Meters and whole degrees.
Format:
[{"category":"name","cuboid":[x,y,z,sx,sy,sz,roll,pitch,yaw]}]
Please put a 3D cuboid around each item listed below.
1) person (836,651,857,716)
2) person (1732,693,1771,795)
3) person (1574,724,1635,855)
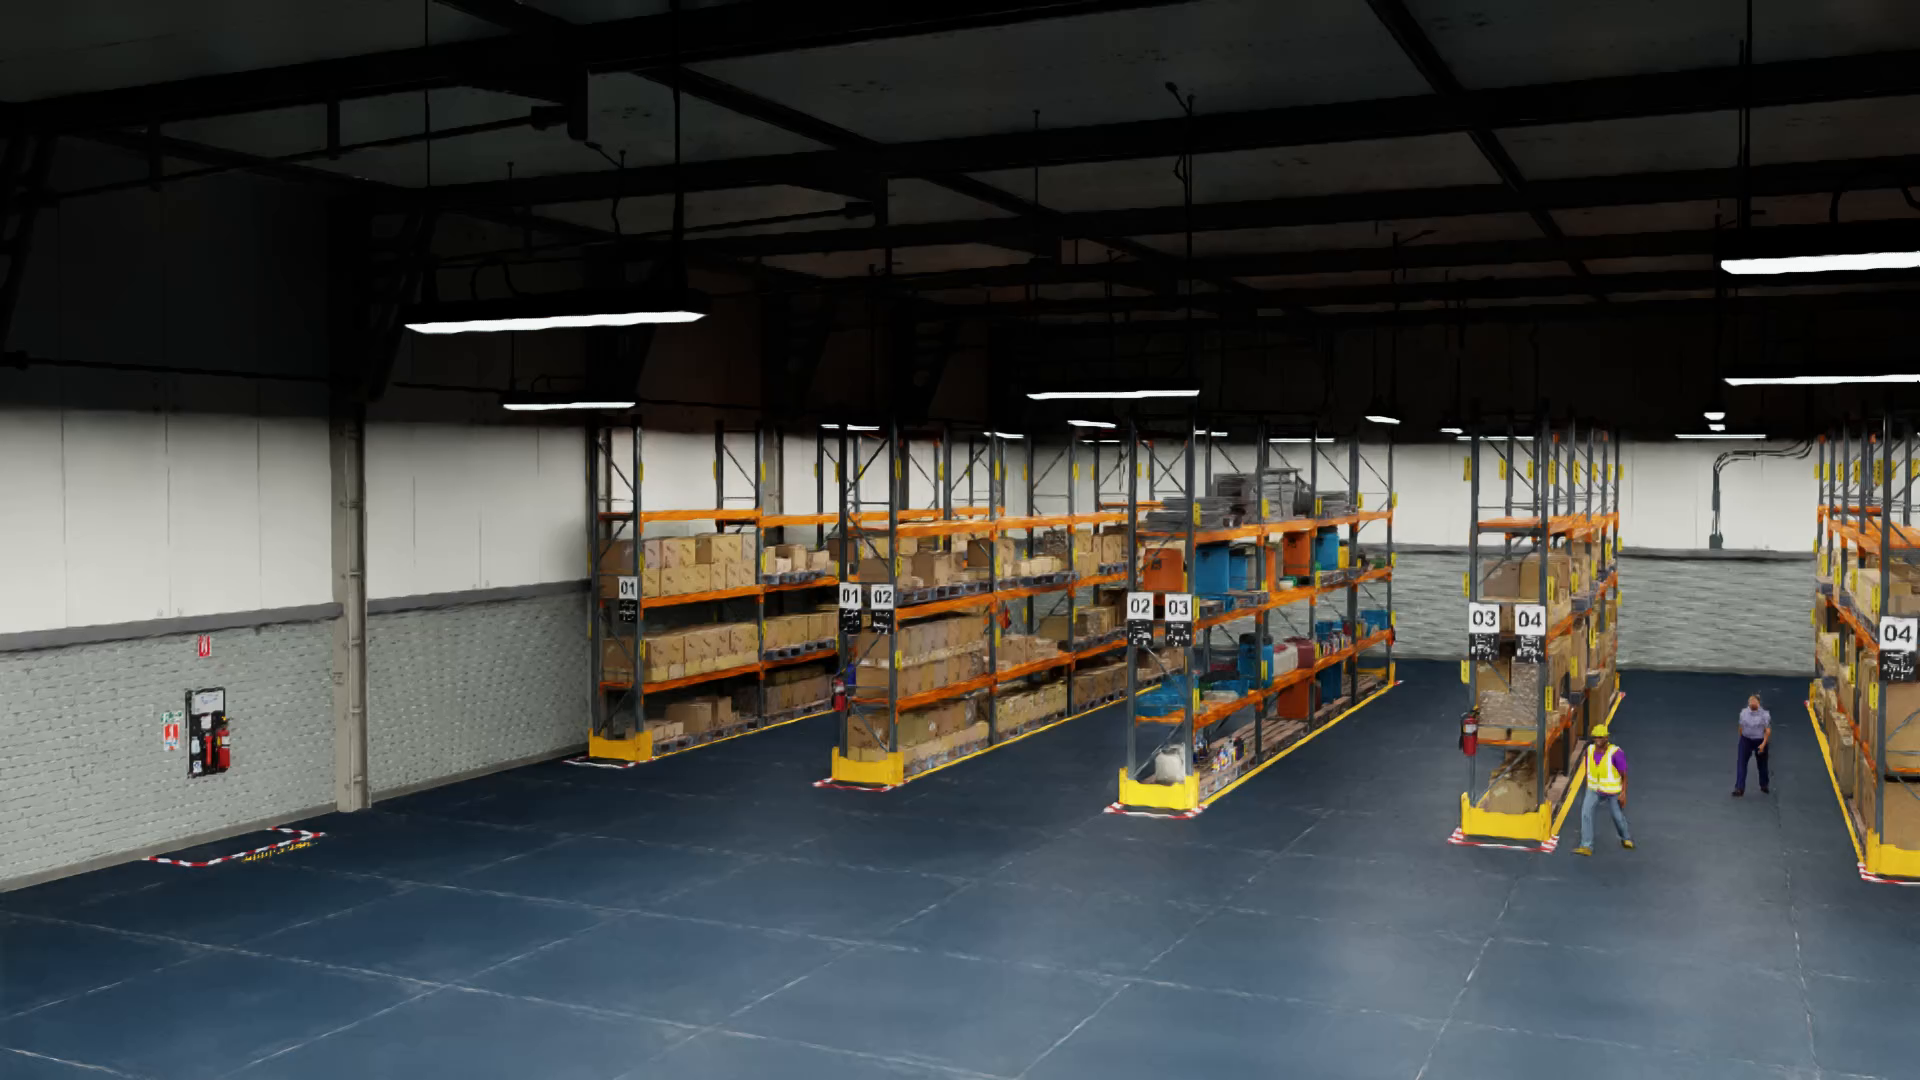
[{"category":"person","cuboid":[-2.125,2.901,31.553,0.442,1.574,0.997,1,2,16]},{"category":"person","cuboid":[12.269,3.140,25.675,0.478,1.579,1.004,2,3,35]},{"category":"person","cuboid":[8.451,3.256,21.779,0.616,1.712,0.962,2,3,45]}]
